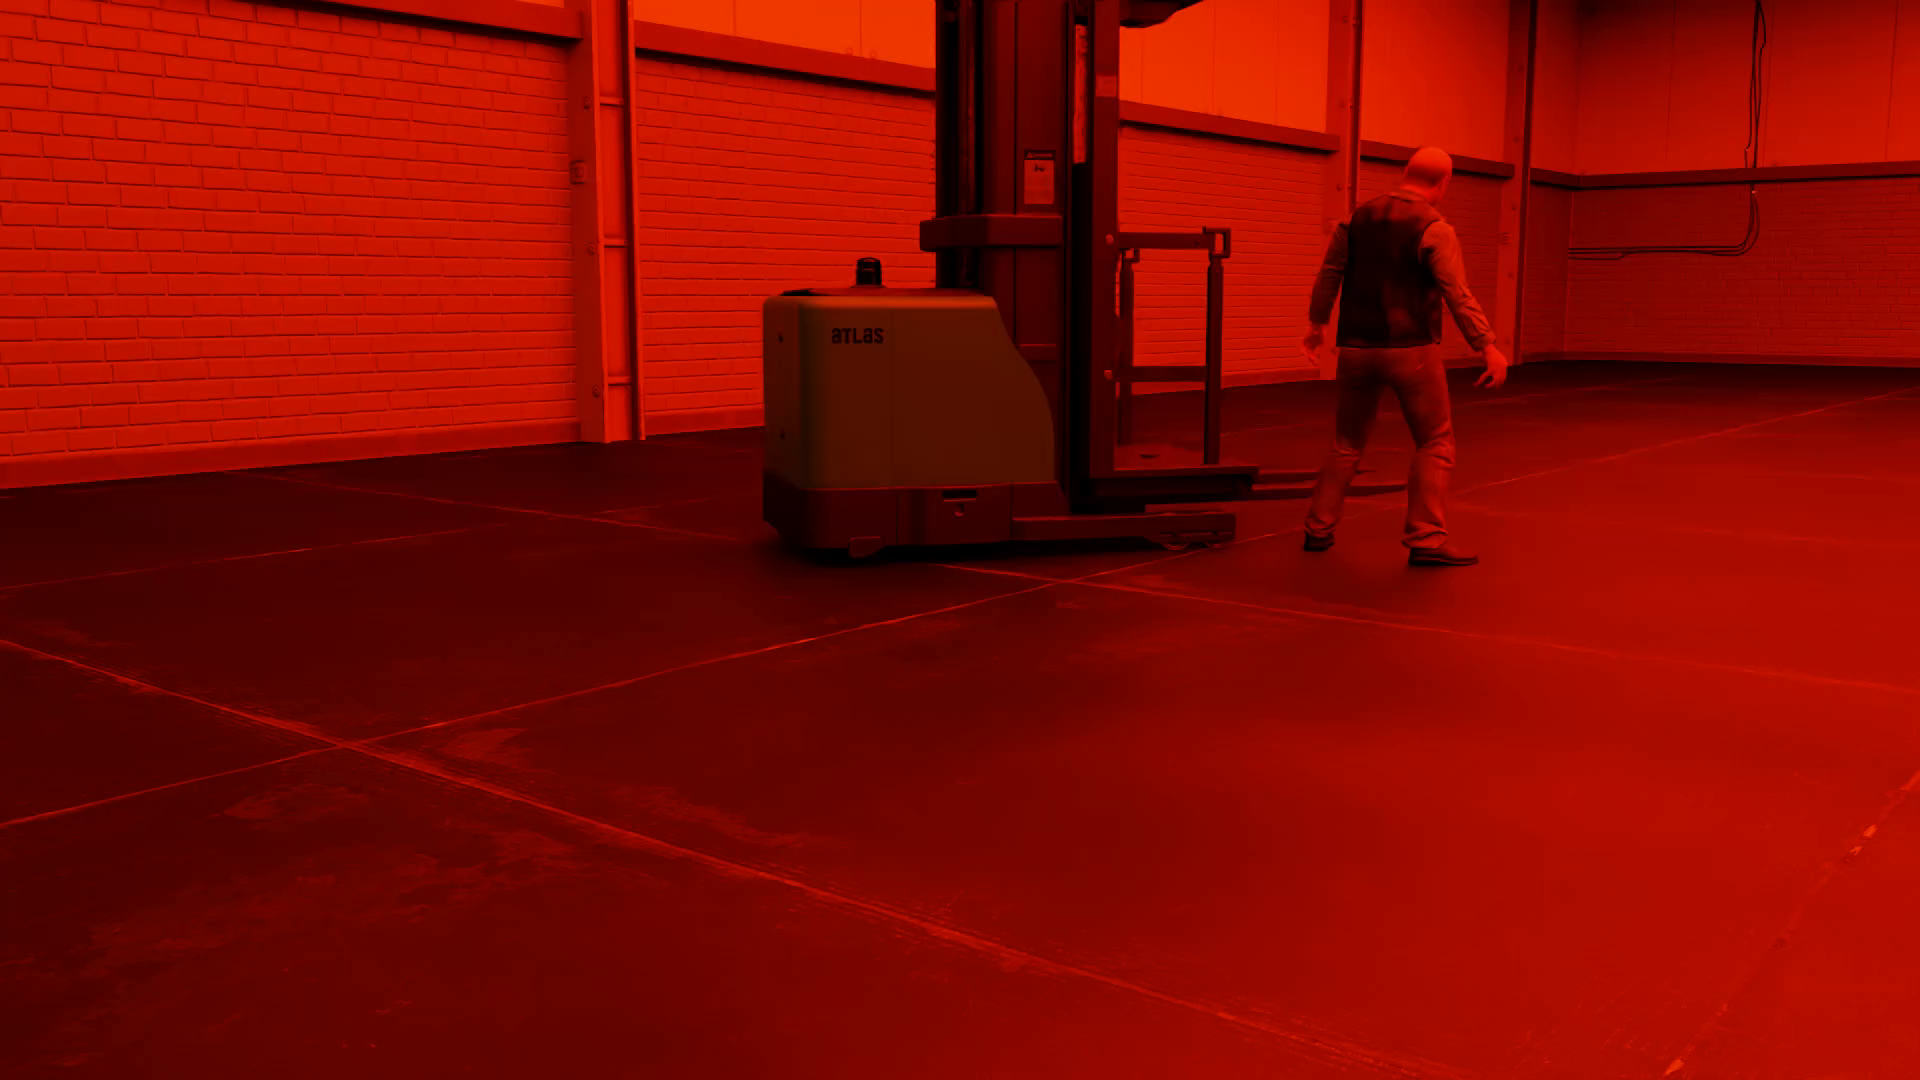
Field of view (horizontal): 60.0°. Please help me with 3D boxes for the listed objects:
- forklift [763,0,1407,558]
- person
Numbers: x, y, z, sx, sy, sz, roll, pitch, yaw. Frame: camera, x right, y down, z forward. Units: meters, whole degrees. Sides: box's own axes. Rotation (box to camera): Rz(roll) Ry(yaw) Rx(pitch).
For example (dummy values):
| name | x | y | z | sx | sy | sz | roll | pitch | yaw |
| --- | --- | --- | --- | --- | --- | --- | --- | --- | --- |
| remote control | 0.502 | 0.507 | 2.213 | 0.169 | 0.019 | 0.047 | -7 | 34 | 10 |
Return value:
| name | x | y | z | sx | sy | sz | roll | pitch | yaw |
| --- | --- | --- | --- | --- | --- | --- | --- | --- | --- |
| forklift | 0.683 | -1.474 | 7.353 | 3.031 | 2.935 | 1.130 | -2 | 9 | -16 |
| person | 1.786 | -0.757 | 6.838 | 0.373 | 1.678 | 0.894 | -7 | 11 | -39 |
